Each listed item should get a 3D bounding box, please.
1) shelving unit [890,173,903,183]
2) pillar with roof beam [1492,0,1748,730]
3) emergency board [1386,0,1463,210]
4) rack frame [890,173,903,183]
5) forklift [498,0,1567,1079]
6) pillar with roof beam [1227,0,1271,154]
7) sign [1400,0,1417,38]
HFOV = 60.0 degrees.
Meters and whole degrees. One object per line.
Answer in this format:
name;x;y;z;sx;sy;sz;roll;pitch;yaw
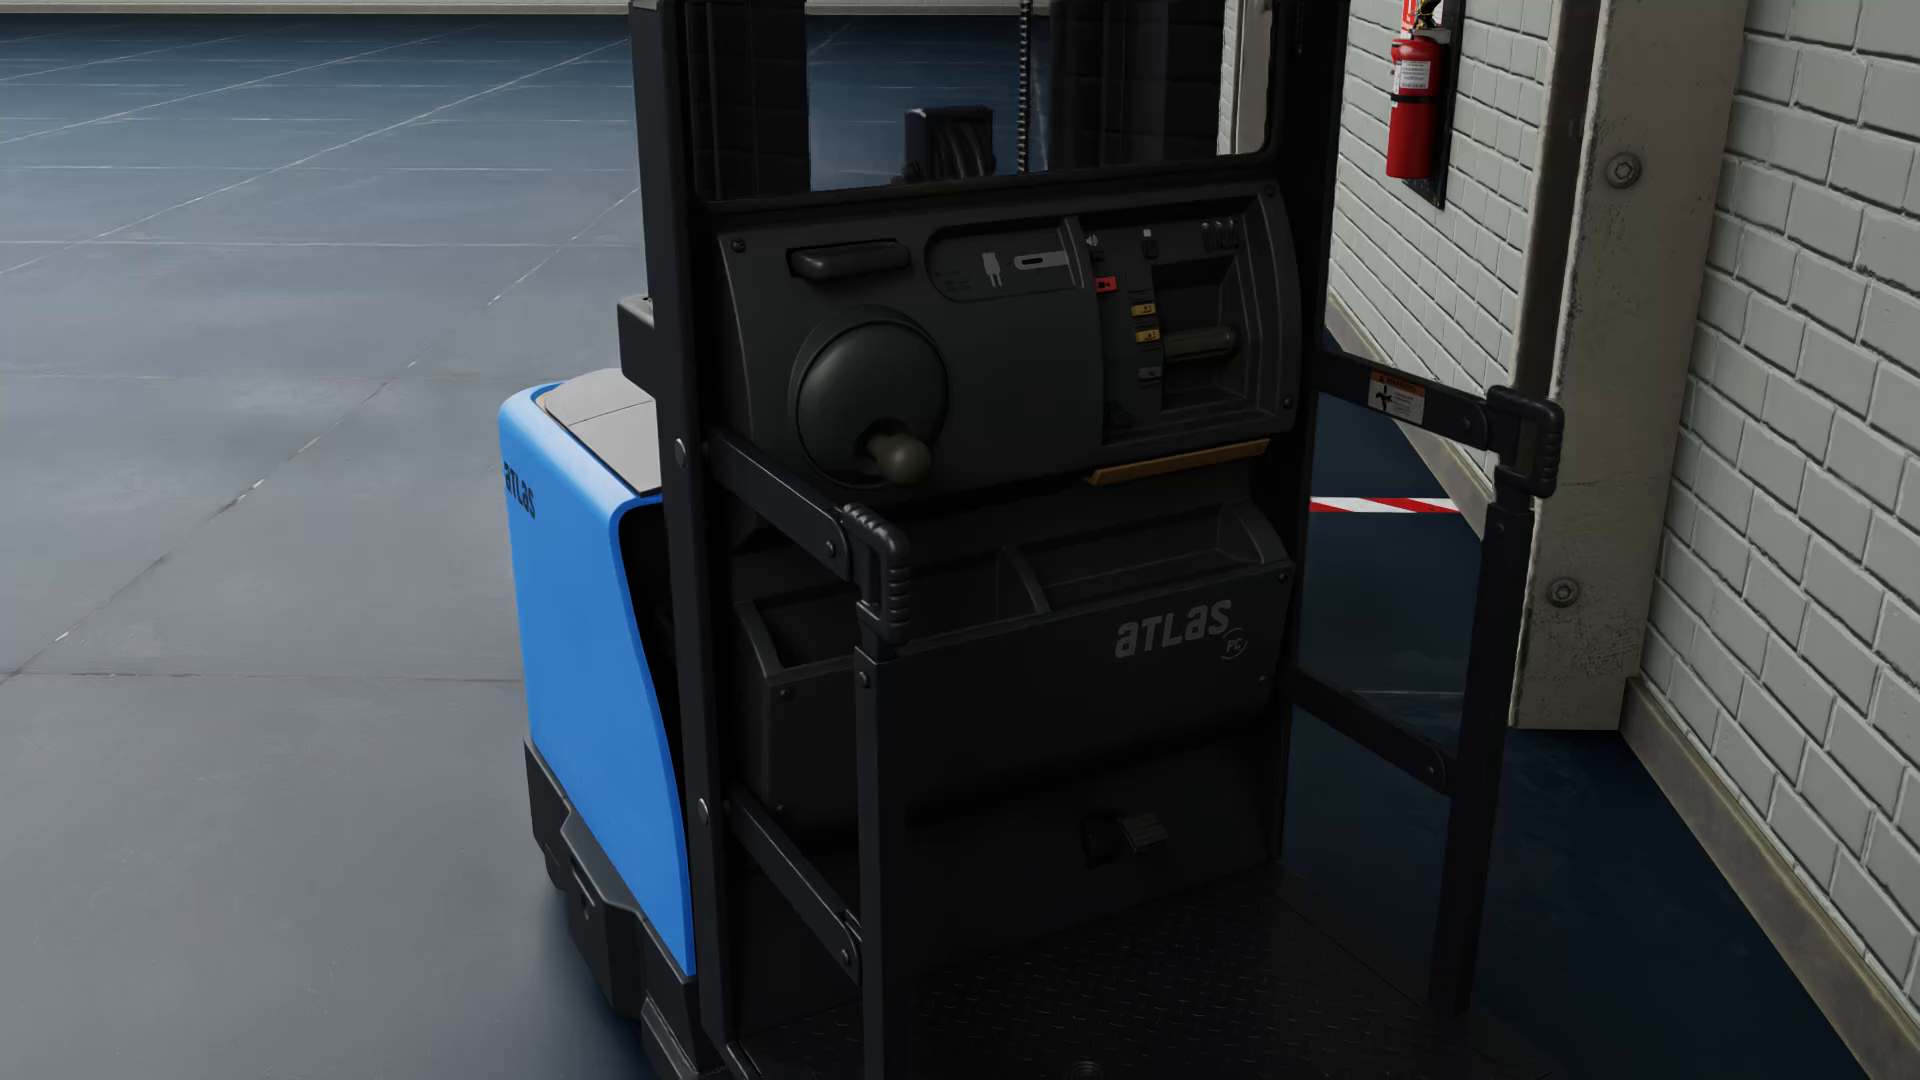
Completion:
shelving unit;0.000;-0.522;5.319;0.538;1.125;1.048;1;21;2
pillar with roof beam;-2.724;-3.828;2.955;9.100;9.000;0.400;1;21;2
emergency board;1.692;-1.877;6.219;0.194;1.169;0.643;1;21;2
rack frame;0.015;-0.706;5.793;0.500;1.125;0.032;1;21;2
forklift;0.211;-0.290;2.225;1.130;2.935;3.031;-11;24;-27
pillar with roof beam;-2.541;-5.997;8.546;9.100;9.000;0.400;1;21;2
sign;1.812;-2.092;6.725;0.001;0.329;0.234;1;21;2
